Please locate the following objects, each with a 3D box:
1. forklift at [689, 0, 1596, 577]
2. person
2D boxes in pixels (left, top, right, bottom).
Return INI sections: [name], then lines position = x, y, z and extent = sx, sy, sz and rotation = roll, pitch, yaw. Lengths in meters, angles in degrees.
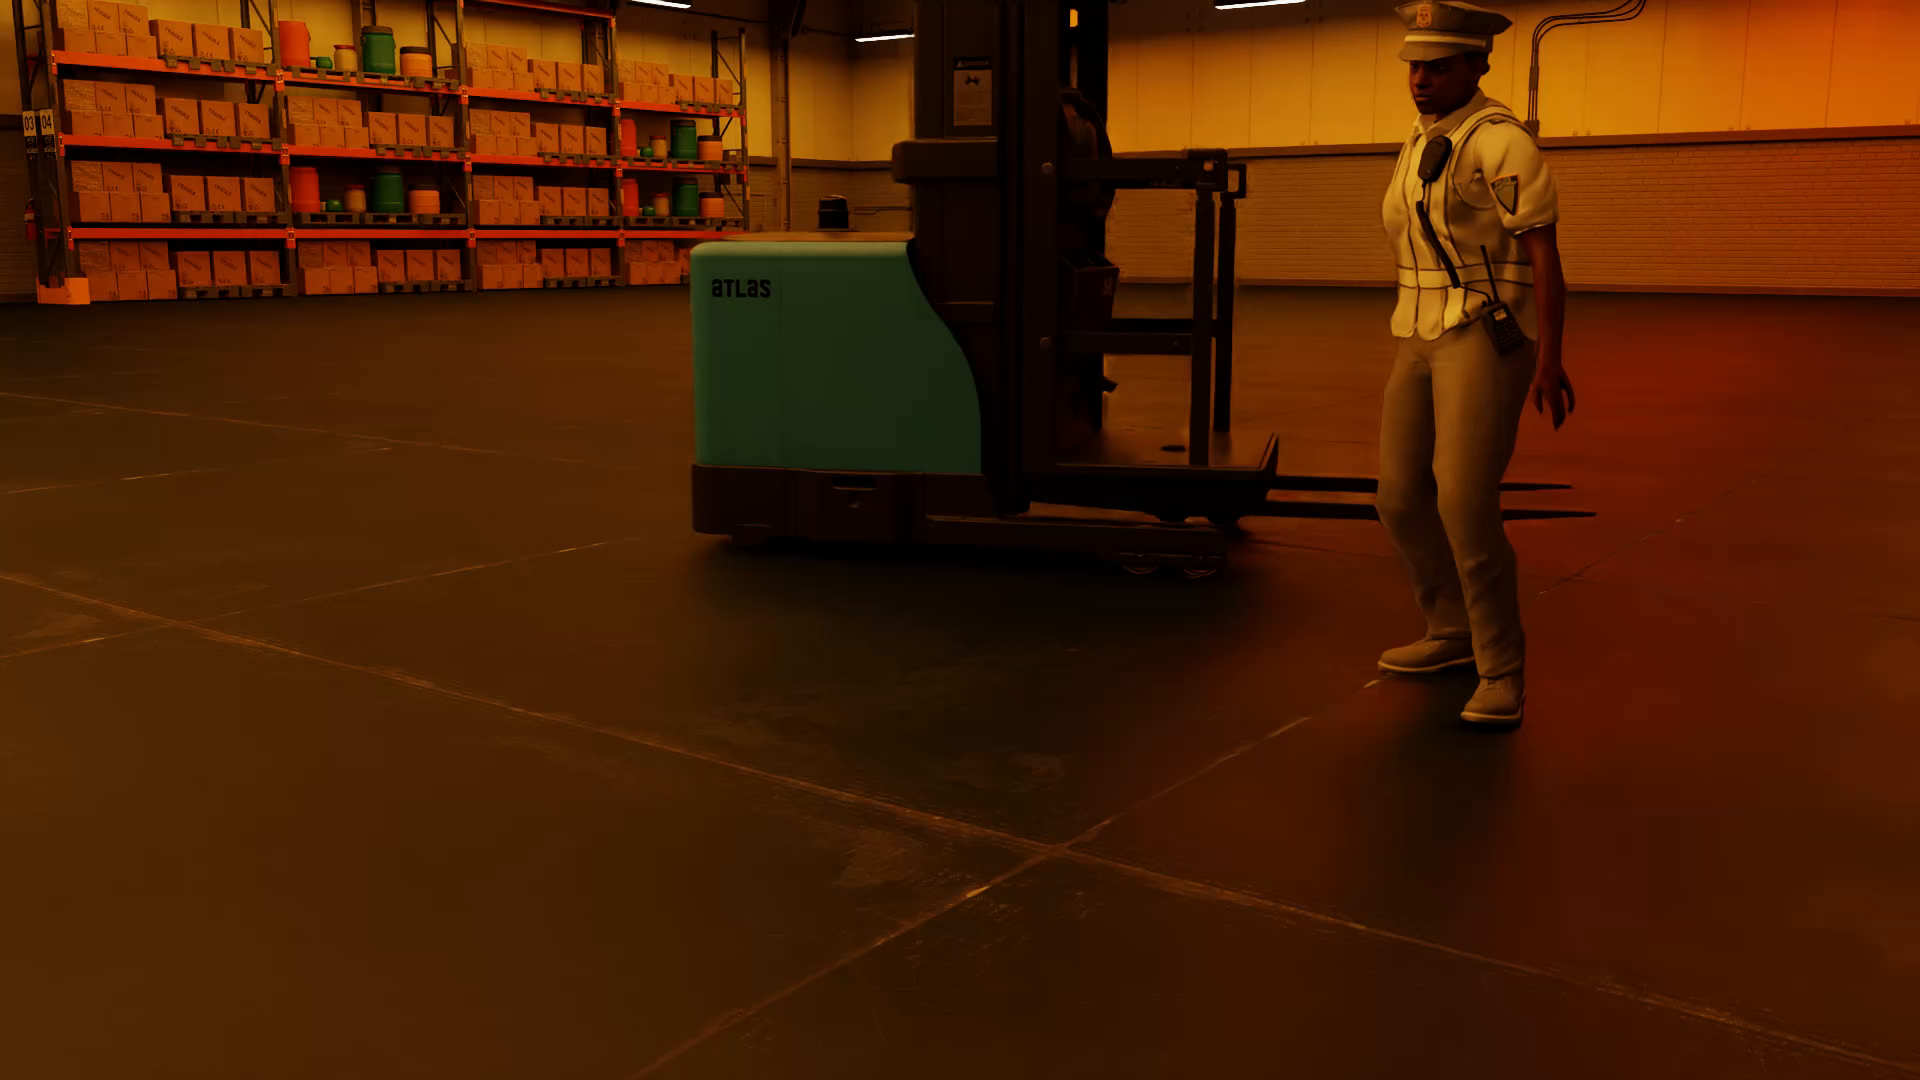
[forklift]
position = 0.627, -1.426, 5.727
extent = 3.031, 2.935, 1.130
rotation = 2, 11, 13
[person]
position = 1.200, -0.439, 3.981
extent = 0.411, 1.627, 0.791
rotation = -3, 11, -15
